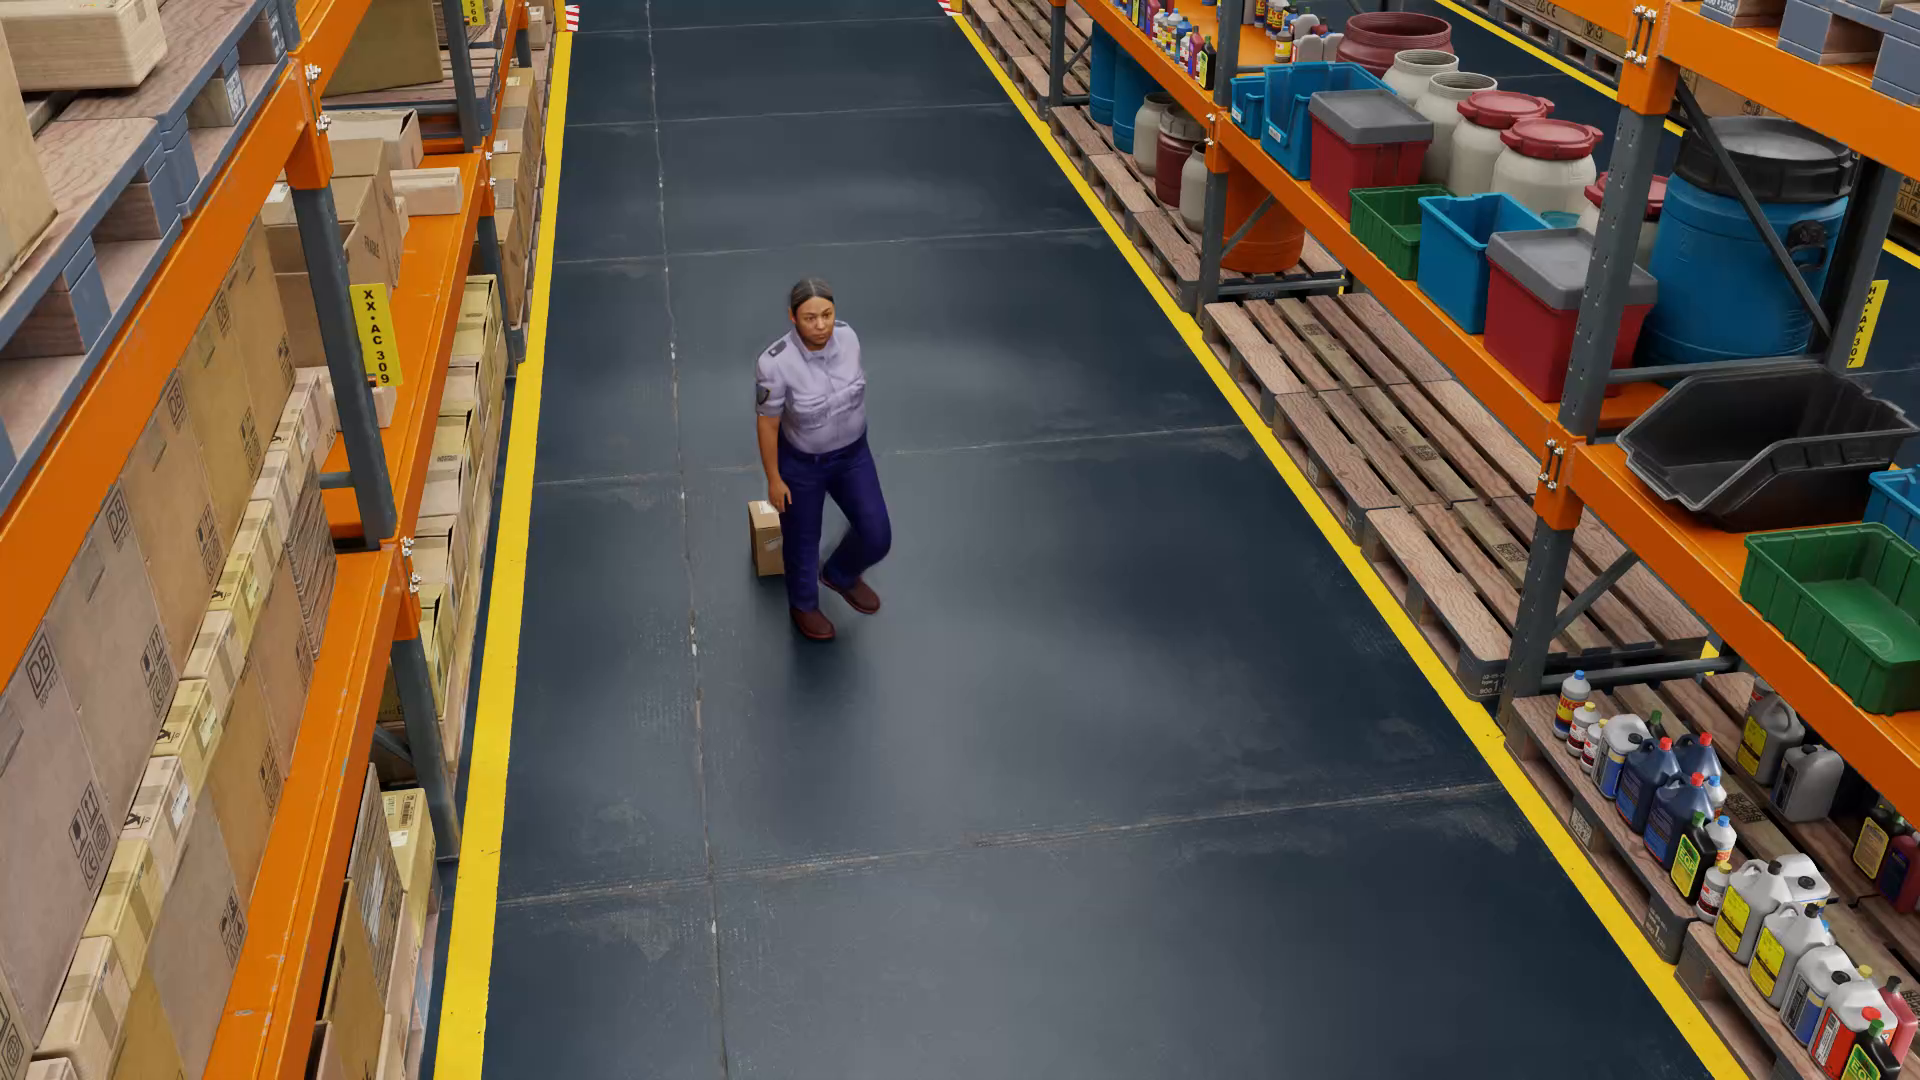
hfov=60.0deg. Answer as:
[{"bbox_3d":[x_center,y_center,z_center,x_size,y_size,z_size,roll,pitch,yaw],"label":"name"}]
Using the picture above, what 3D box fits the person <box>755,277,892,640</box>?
[{"bbox_3d":[-0.562,-0.309,6.638,0.532,1.633,0.471,-19,36,-28],"label":"person"}]
